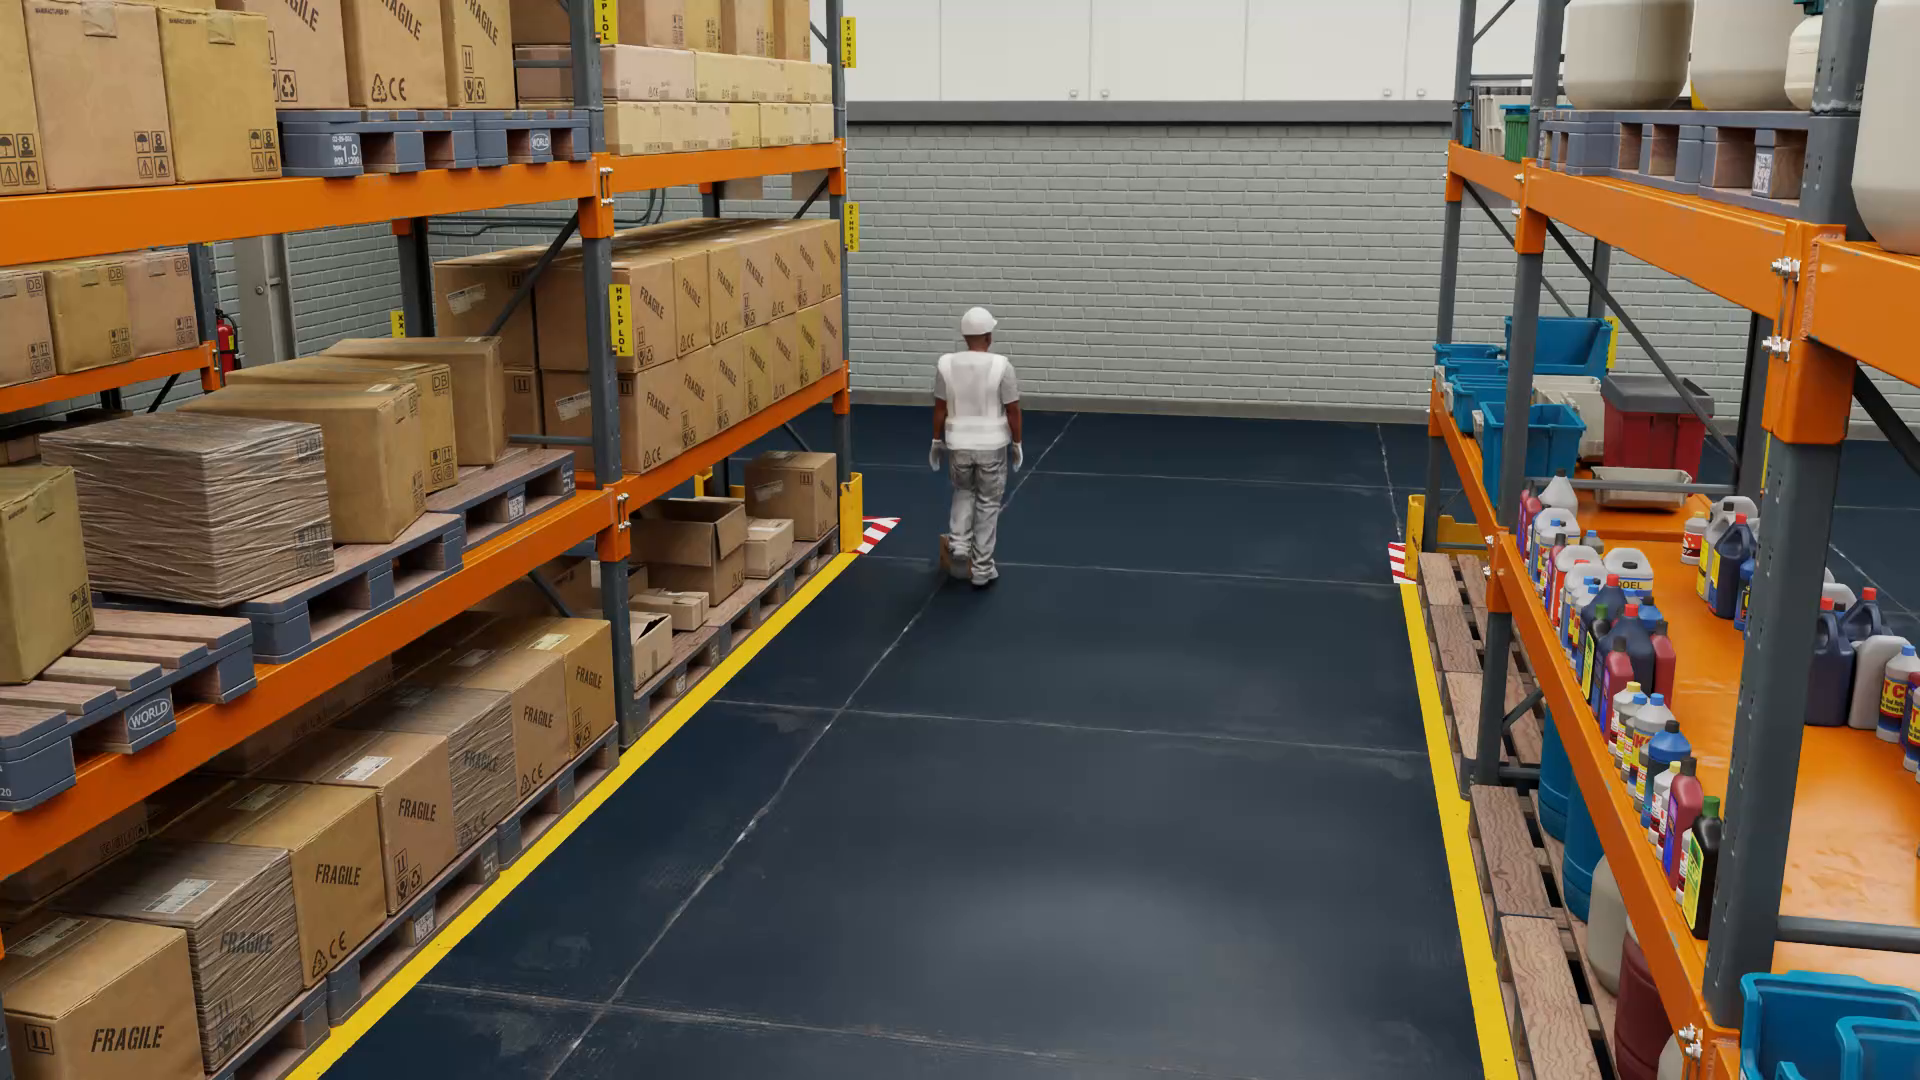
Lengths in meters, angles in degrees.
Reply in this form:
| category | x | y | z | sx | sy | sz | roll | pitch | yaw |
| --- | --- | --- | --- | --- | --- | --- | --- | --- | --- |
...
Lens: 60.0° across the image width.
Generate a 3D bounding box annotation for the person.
| category | x | y | z | sx | sy | sz | roll | pitch | yaw |
| --- | --- | --- | --- | --- | --- | --- | --- | --- | --- |
| person | 0.127 | -0.608 | 10.737 | 0.602 | 1.802 | 0.451 | 5 | 15 | 20 |
